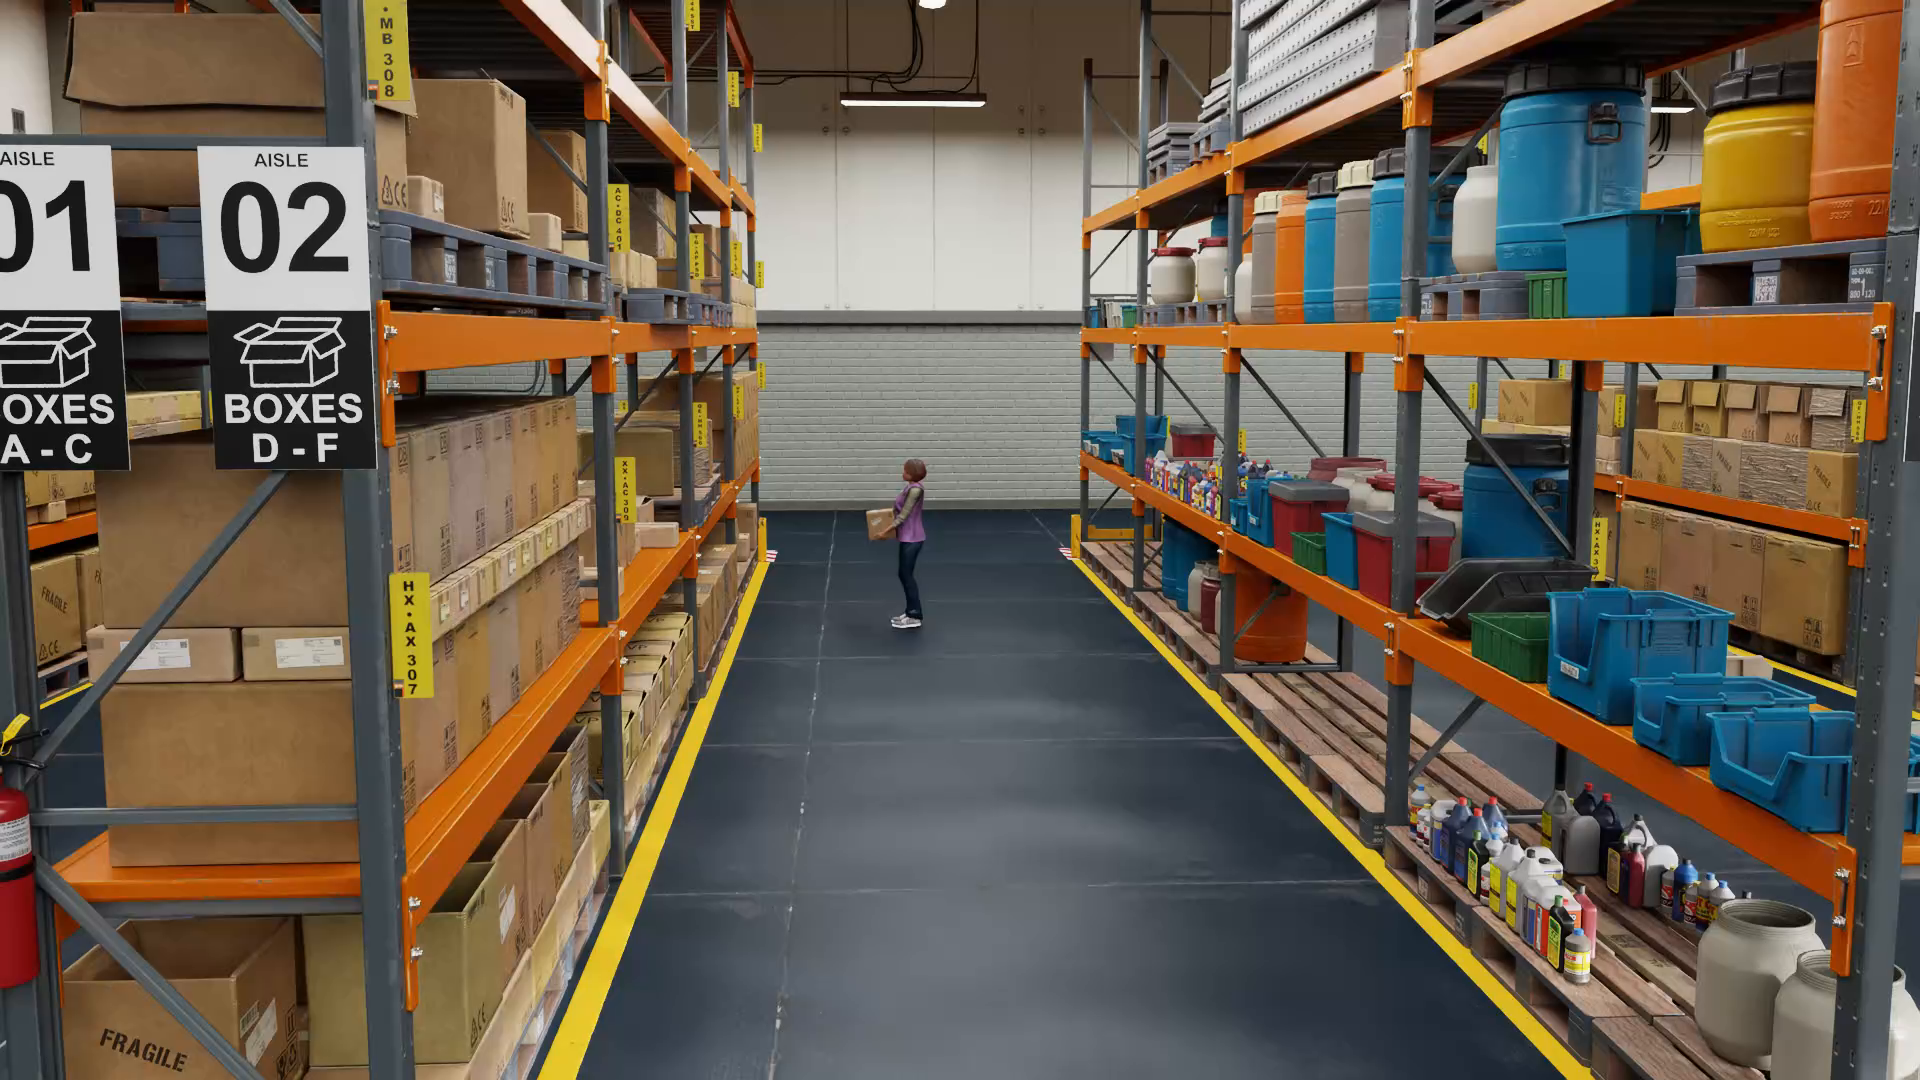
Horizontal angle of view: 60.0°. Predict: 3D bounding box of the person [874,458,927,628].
[{"bbox_3d":[-0.560,0.024,15.630,0.500,1.588,0.406,0,7,-3],"label":"person"}]
